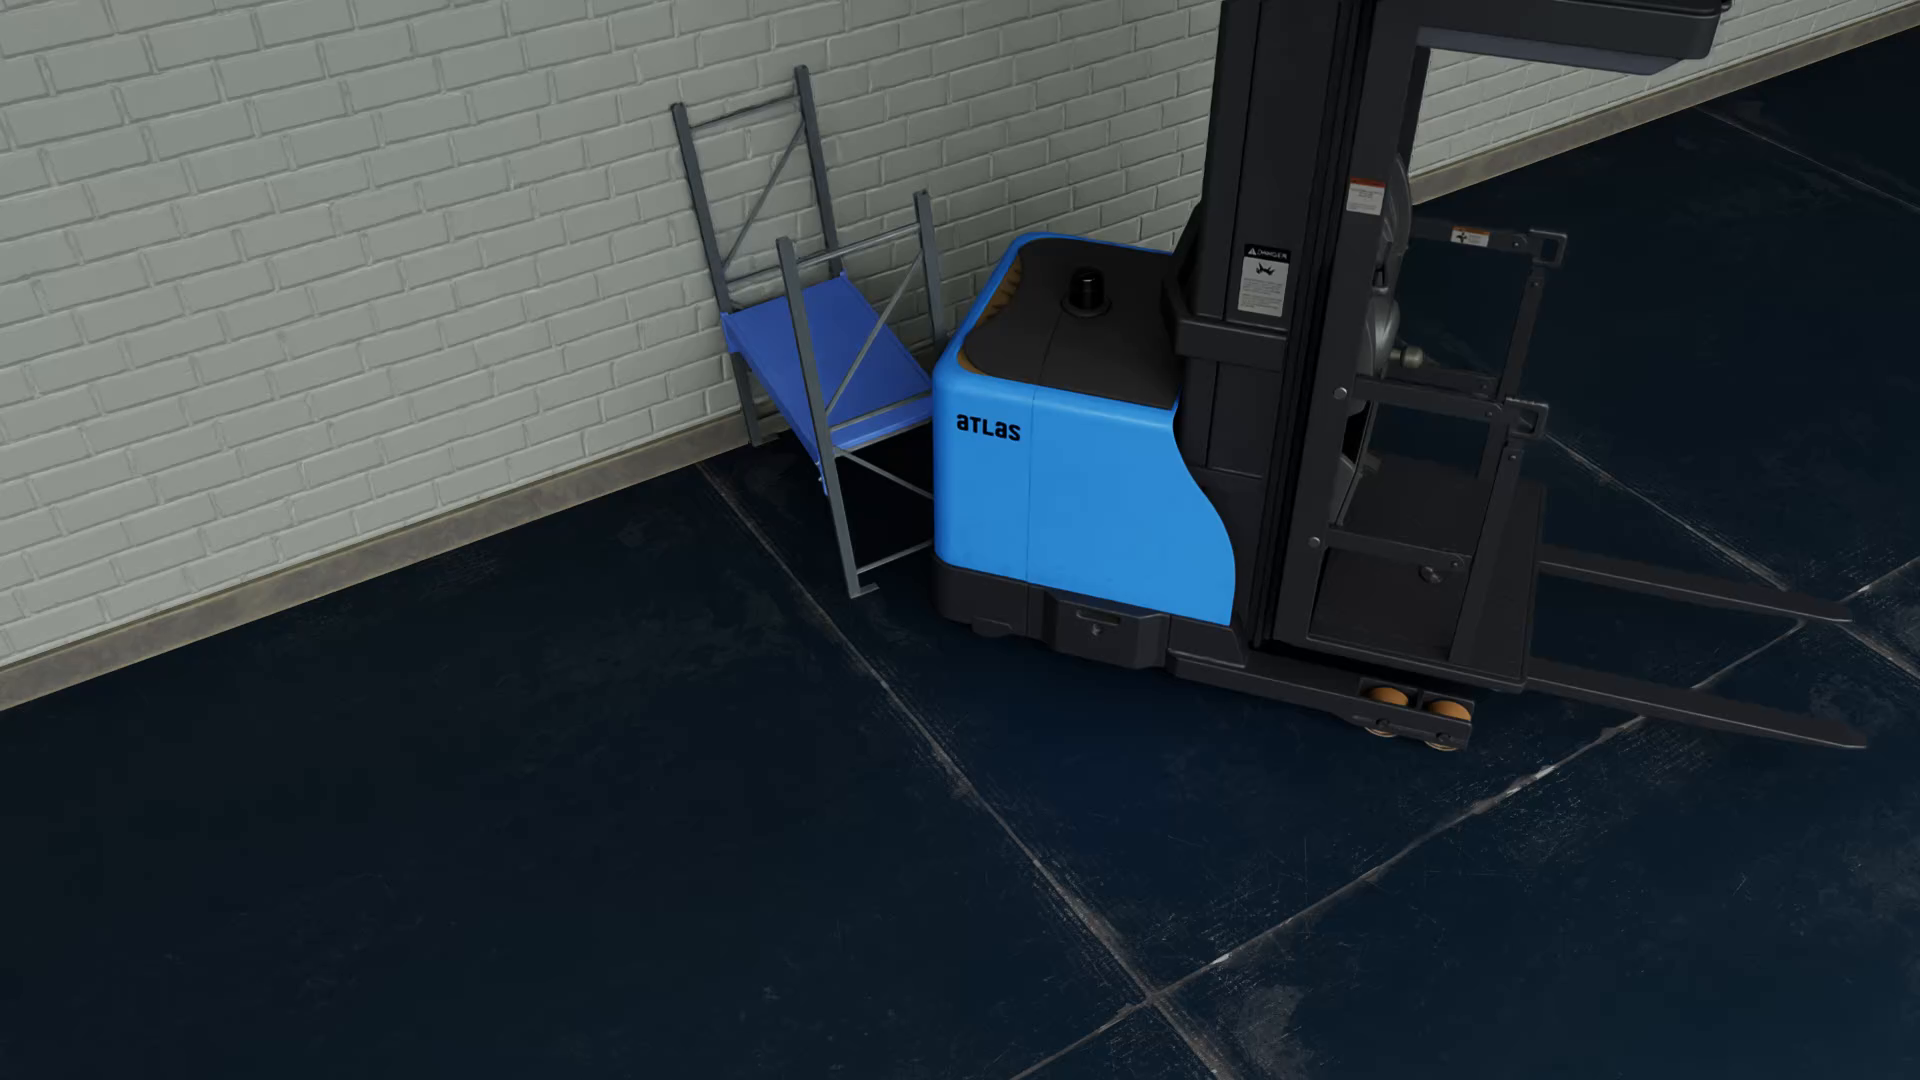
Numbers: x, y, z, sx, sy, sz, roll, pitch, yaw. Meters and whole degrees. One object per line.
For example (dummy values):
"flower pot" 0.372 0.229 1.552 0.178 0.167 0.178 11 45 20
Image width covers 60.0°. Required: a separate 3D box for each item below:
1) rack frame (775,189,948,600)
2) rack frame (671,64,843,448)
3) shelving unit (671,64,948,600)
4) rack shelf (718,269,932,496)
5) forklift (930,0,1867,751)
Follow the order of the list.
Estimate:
"rack frame" -0.250 -0.434 5.556 0.500 1.500 0.032 -22 44 -15
"rack frame" -0.688 -1.020 6.262 0.500 1.500 0.032 -22 44 -15
"shelving unit" -0.469 -0.727 5.909 0.538 1.500 1.048 -22 44 -15
"rack shelf" -0.451 -0.595 6.030 0.538 0.185 1.000 -22 44 -15
"forklift" 1.471 -0.823 4.948 3.031 2.935 1.130 12 41 14
